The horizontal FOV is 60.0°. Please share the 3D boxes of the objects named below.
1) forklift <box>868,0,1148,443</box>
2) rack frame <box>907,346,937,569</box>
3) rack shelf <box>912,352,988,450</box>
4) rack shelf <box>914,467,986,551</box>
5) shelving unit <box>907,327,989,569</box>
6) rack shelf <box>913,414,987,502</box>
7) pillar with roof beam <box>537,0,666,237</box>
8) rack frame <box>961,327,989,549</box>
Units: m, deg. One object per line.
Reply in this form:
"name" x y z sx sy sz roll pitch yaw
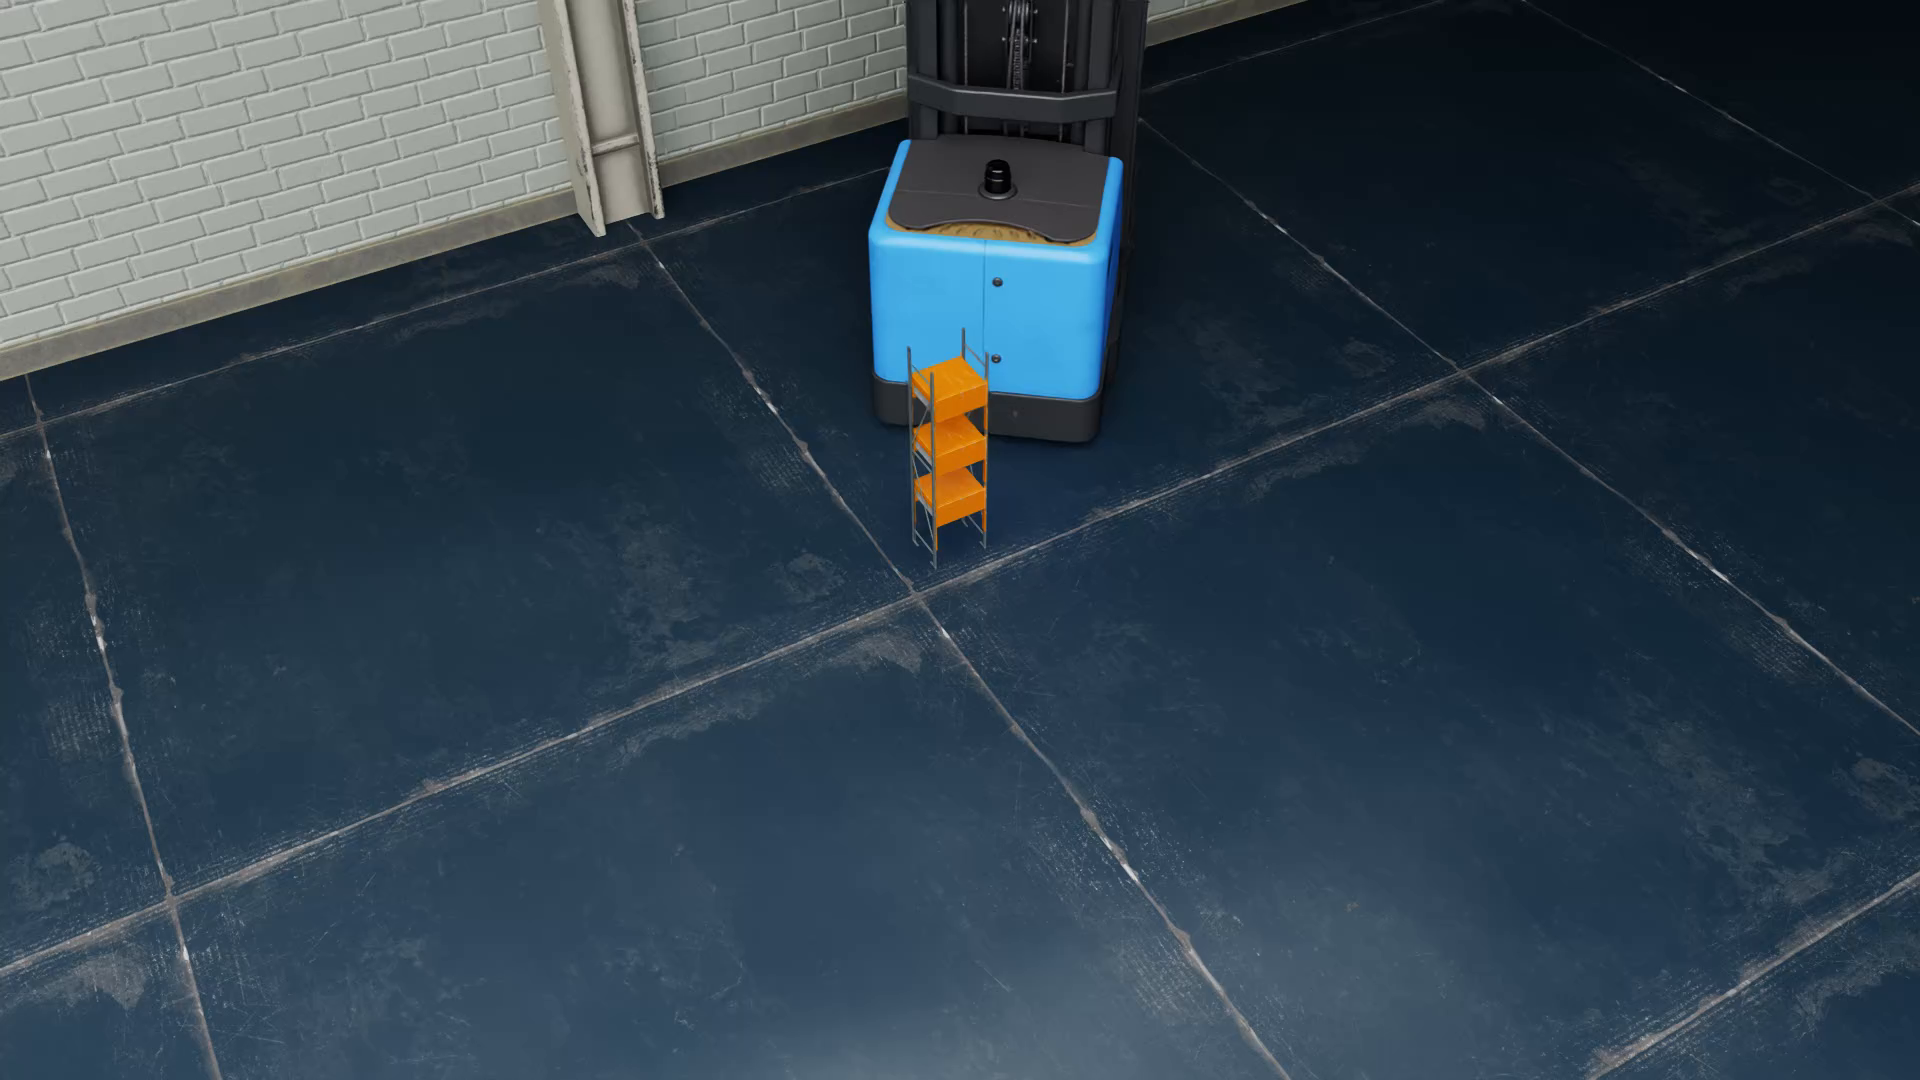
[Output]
"forklift" 0.337 -2.529 7.680 1.130 2.935 3.031 6 44 6
"rack frame" -0.152 -0.316 6.751 0.008 1.050 0.200 -22 48 -21
"rack shelf" -0.046 -0.554 6.604 0.240 0.259 0.215 -22 48 -21
"rack shelf" -0.046 -0.151 6.996 0.240 0.259 0.215 -22 48 -21
"shelving unit" -0.046 -0.358 6.795 0.252 1.050 0.215 -22 48 -21
"rack shelf" -0.046 -0.351 6.802 0.240 0.259 0.215 -22 48 -21
"pillar with roof beam" 0.308 -2.401 3.192 0.400 9.000 9.100 -22 48 -21
"rack frame" 0.059 -0.400 6.838 0.008 1.050 0.200 -22 48 -21
